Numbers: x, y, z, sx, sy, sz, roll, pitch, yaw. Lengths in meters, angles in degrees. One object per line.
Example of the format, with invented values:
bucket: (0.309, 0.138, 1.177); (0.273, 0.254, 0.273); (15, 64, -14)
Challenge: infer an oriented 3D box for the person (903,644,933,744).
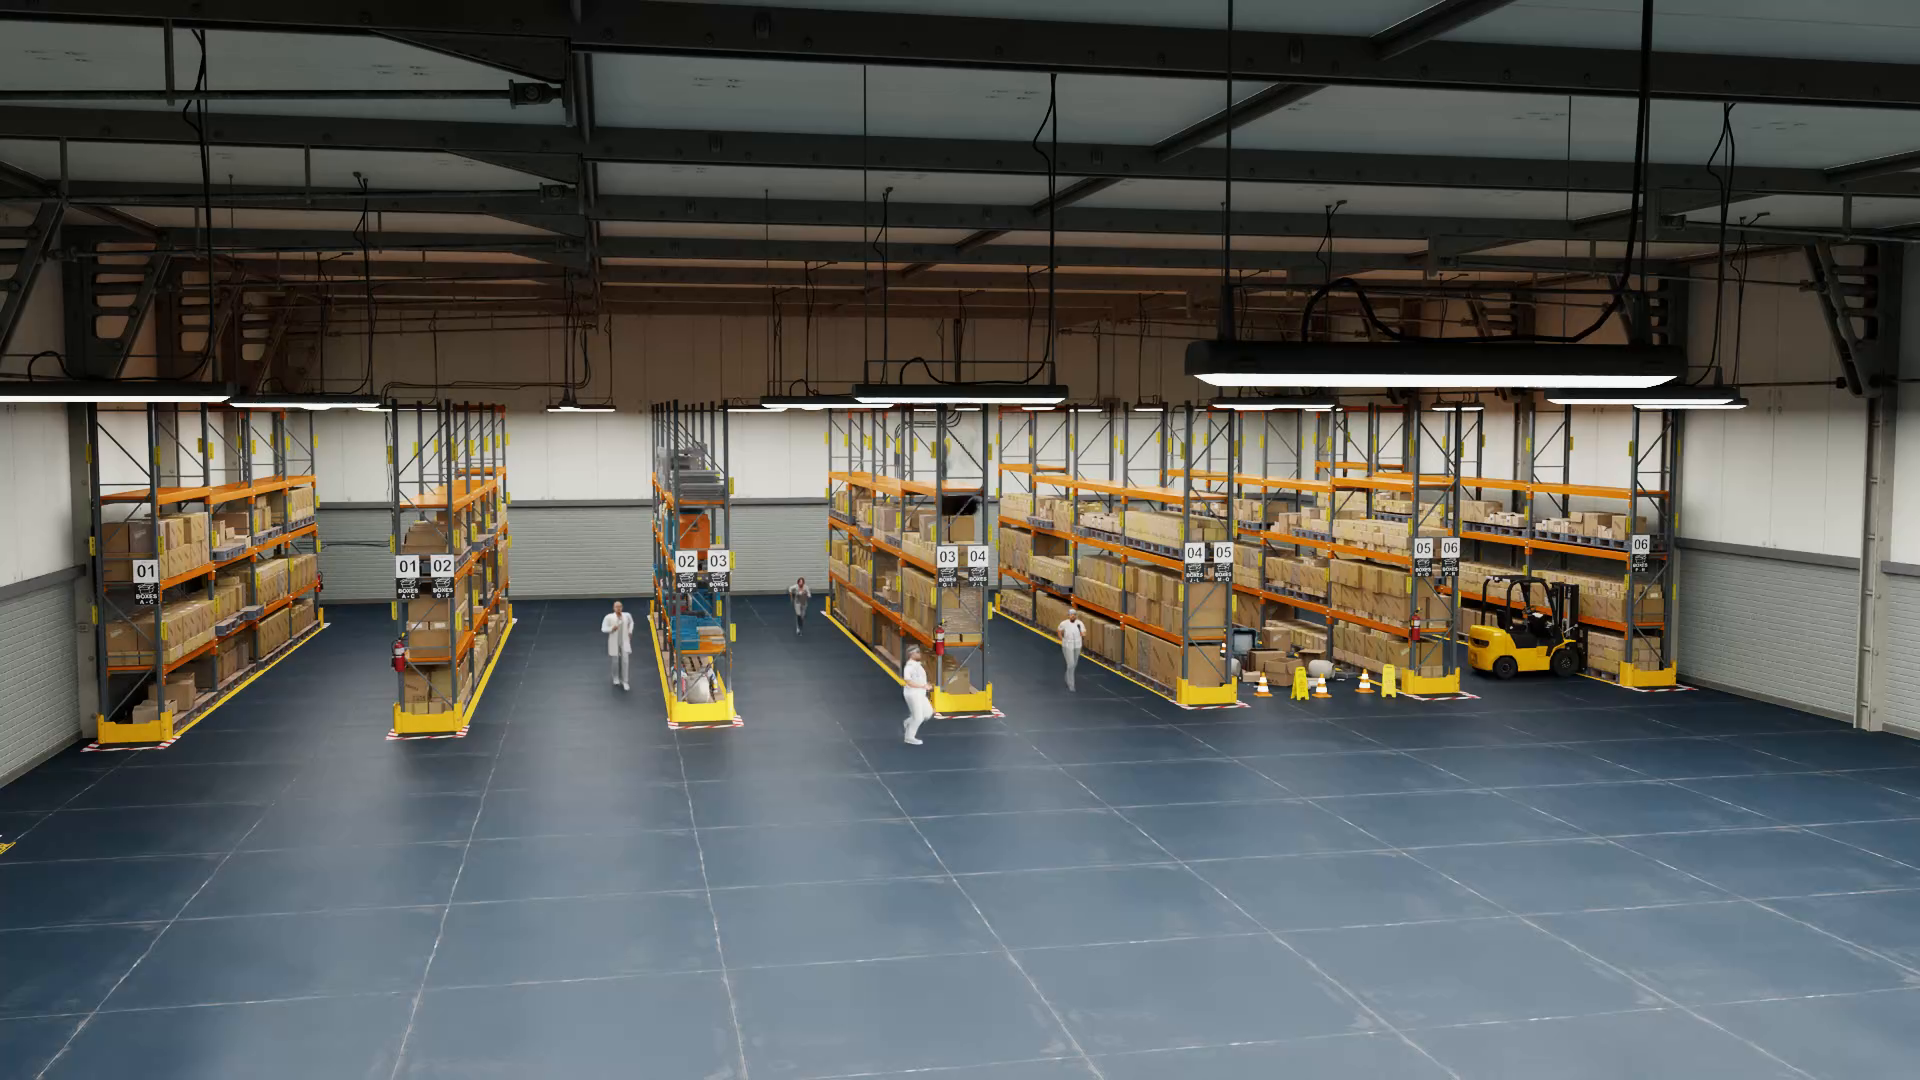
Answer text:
person: (-0.729, 2.677, 28.925); (0.567, 1.743, 0.658); (1, 4, 15)

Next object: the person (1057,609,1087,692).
person: (2.350, 2.288, 34.749); (0.561, 1.729, 0.768); (-1, 4, -16)

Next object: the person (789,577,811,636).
person: (-4.120, 1.718, 42.865); (0.527, 1.494, 0.834); (-1, 4, -15)

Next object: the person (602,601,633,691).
person: (-7.152, 2.195, 34.829); (0.696, 1.828, 0.917); (-2, 5, -19)
